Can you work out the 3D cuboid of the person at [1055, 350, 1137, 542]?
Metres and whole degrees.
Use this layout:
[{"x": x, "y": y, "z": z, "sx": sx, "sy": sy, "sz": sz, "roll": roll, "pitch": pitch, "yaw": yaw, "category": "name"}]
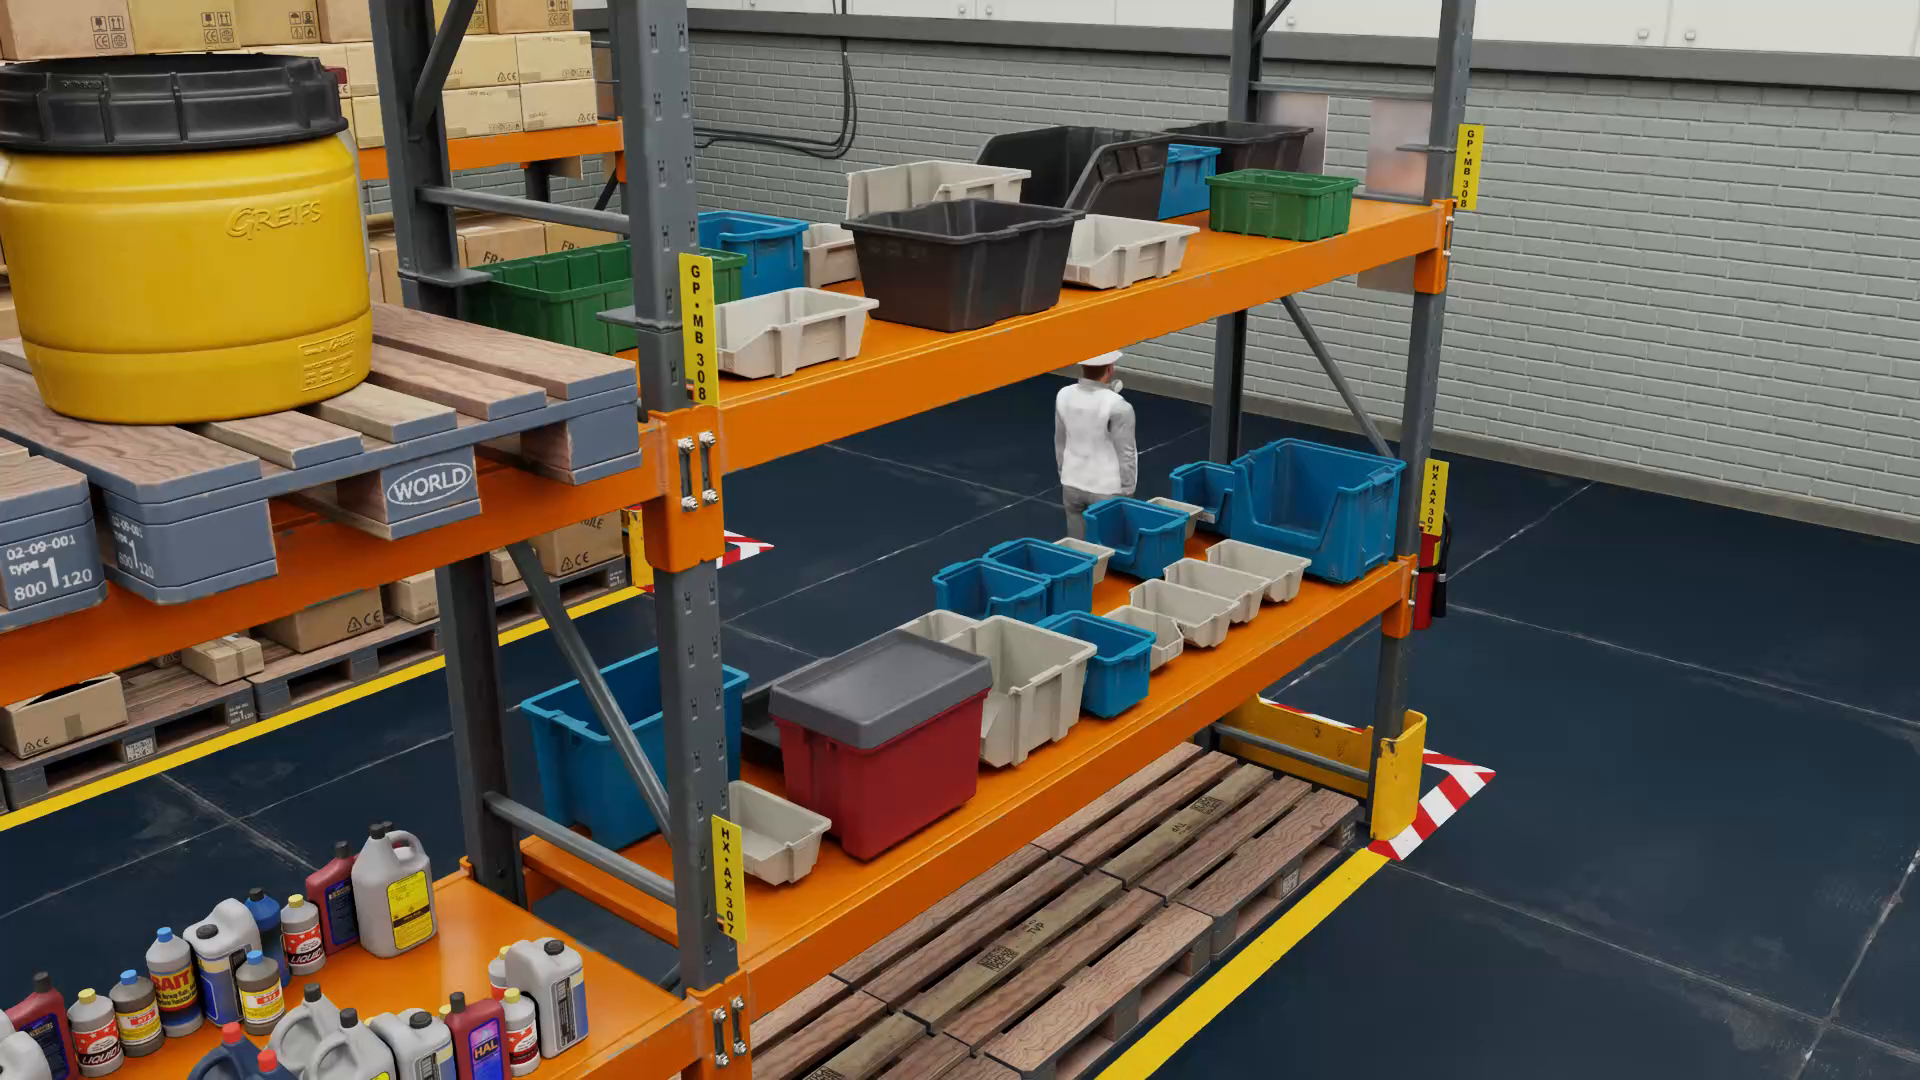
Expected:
[{"x": 0.769, "y": -0.303, "z": 9.379, "sx": 0.533, "sy": 1.767, "sz": 0.360, "roll": 16, "pitch": 26, "yaw": 38, "category": "person"}]
